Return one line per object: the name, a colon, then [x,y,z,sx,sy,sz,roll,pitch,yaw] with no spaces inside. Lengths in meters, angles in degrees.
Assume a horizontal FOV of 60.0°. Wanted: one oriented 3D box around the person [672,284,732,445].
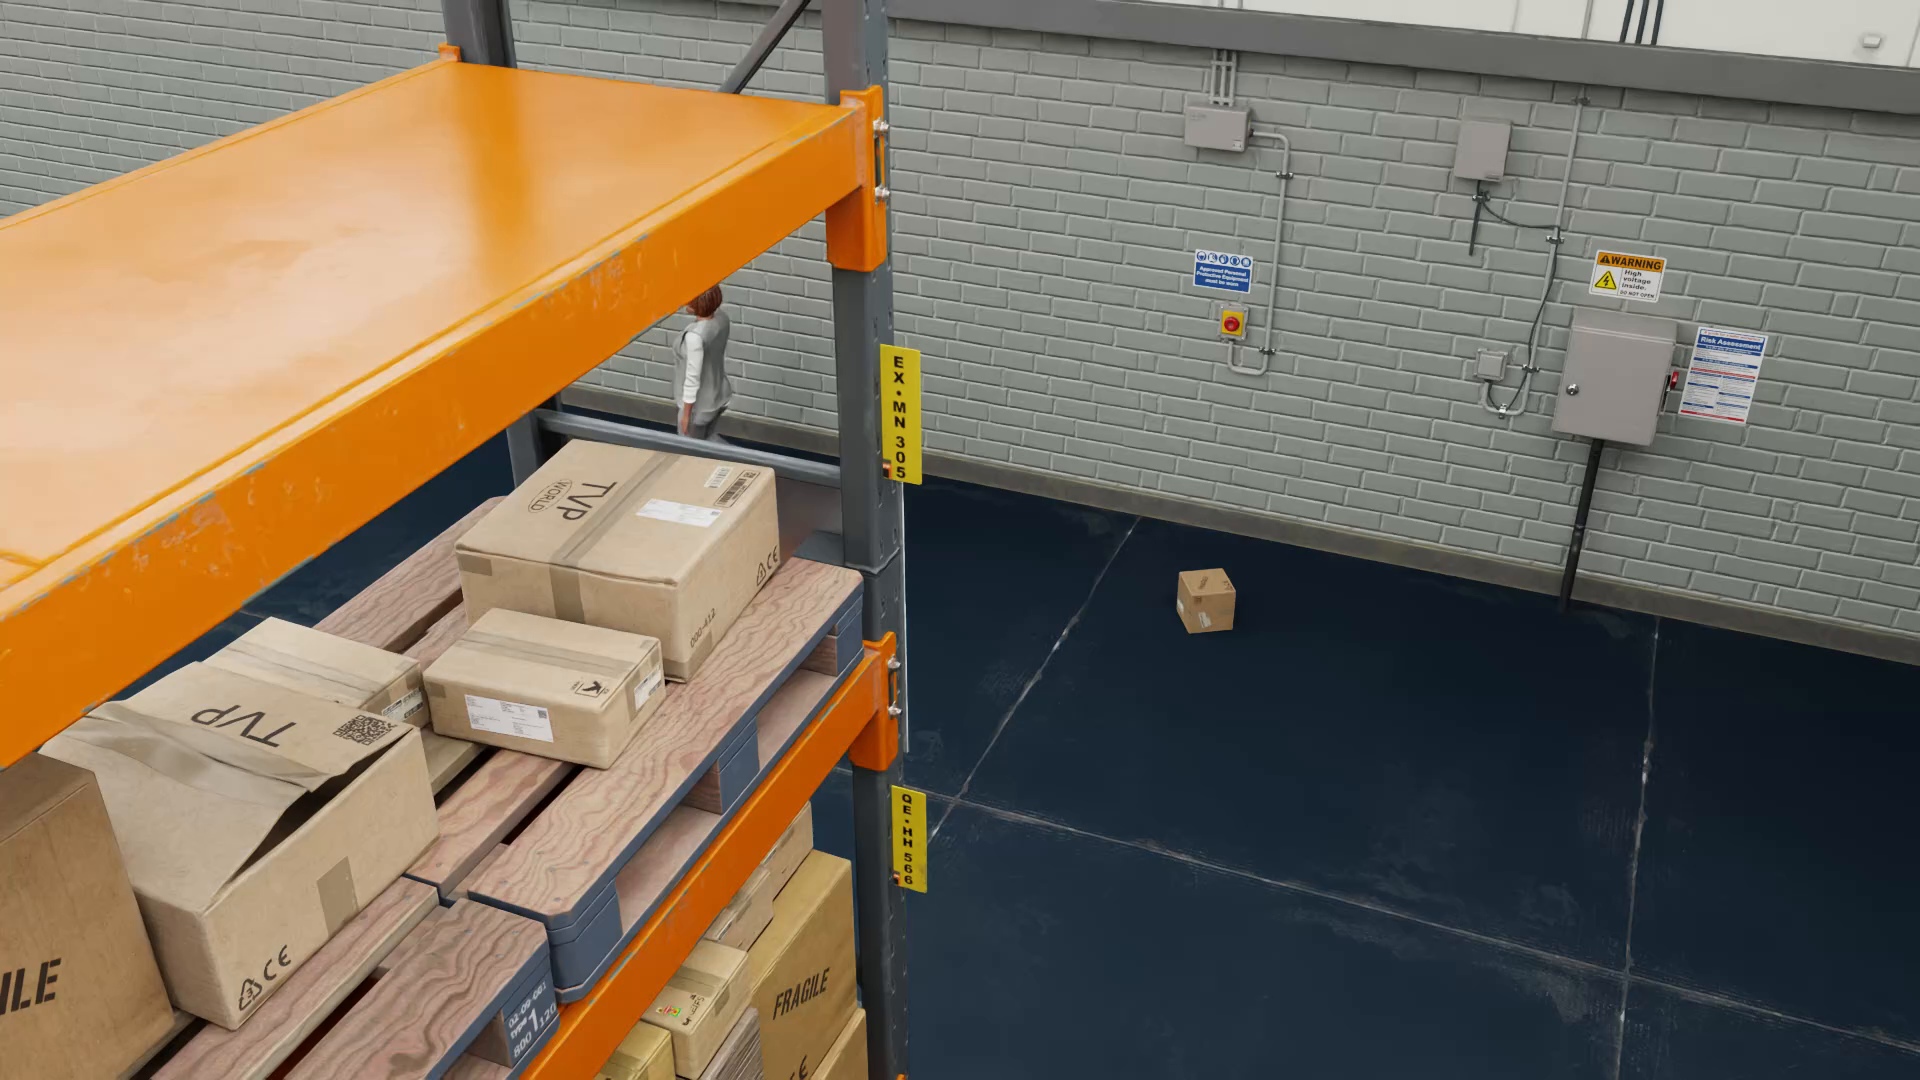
person: [-1.513,-0.800,9.753,0.629,1.574,0.447,12,32,20]
